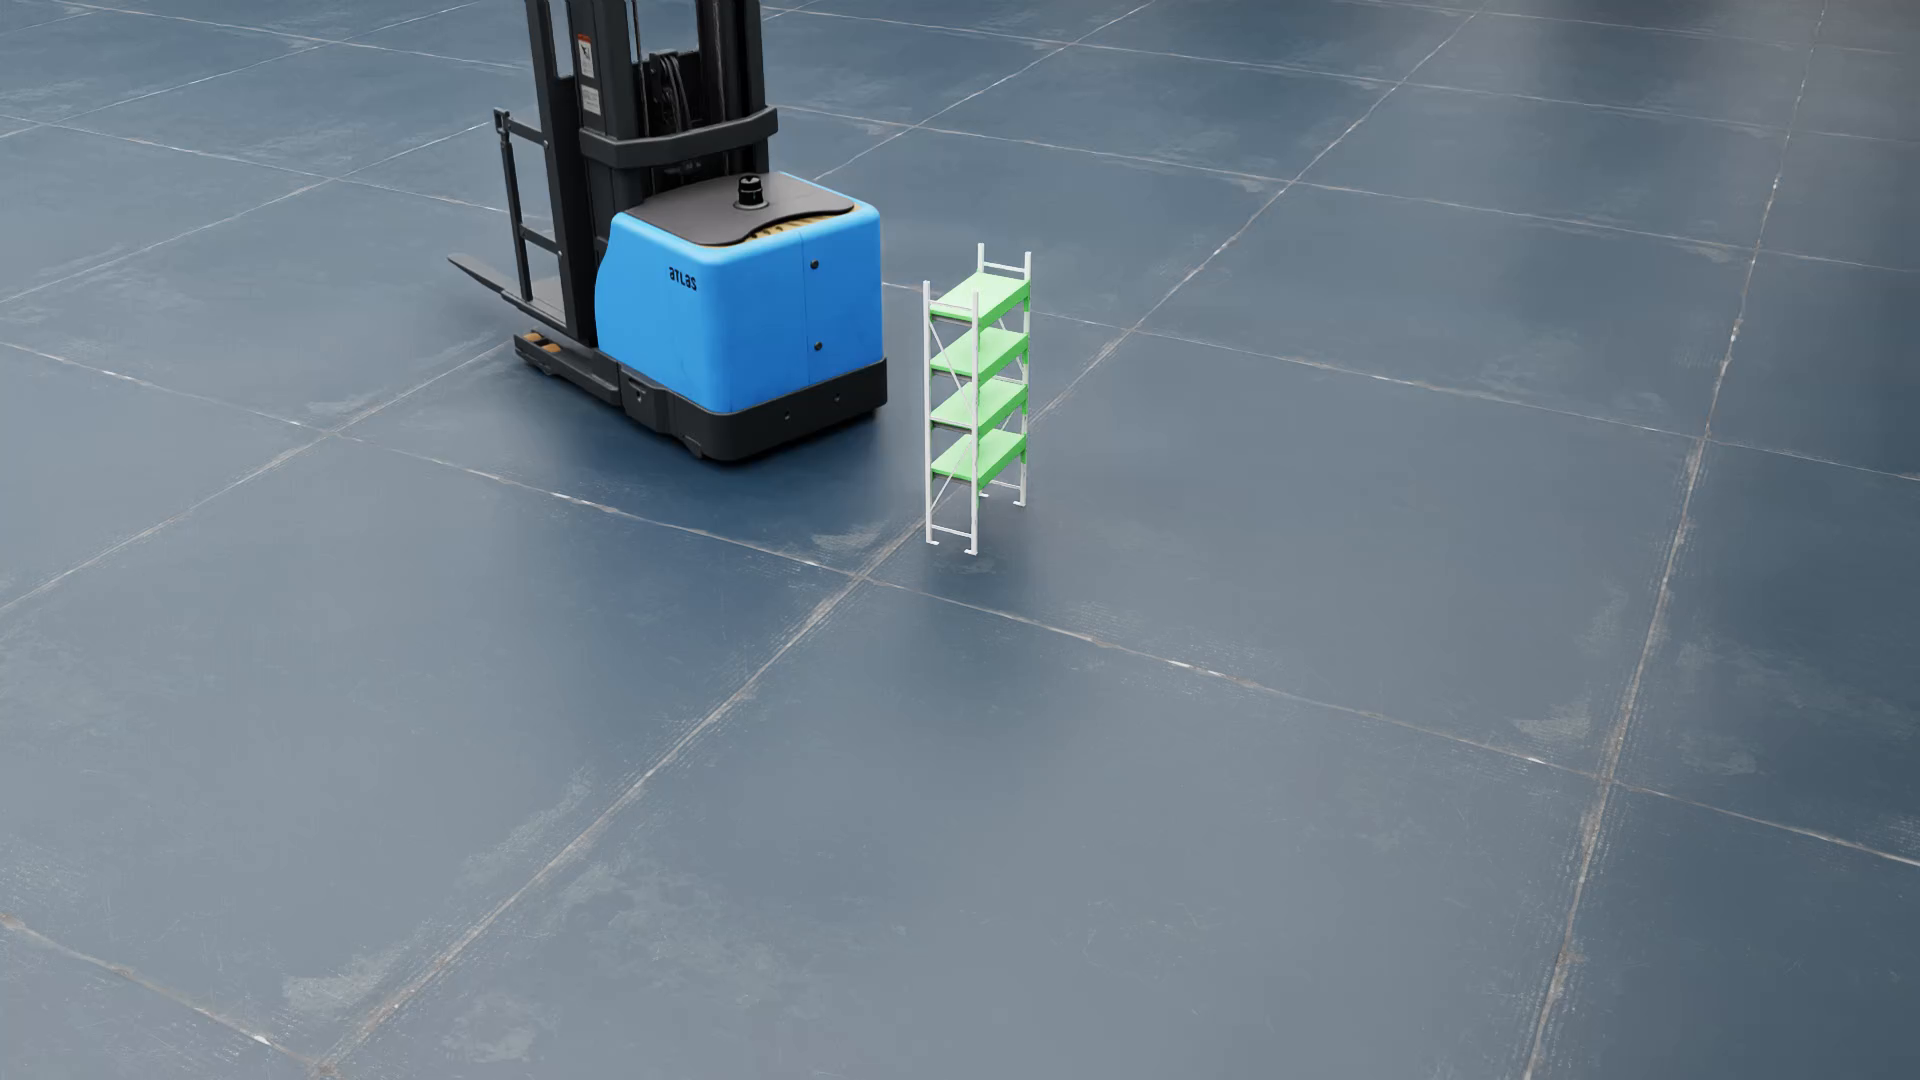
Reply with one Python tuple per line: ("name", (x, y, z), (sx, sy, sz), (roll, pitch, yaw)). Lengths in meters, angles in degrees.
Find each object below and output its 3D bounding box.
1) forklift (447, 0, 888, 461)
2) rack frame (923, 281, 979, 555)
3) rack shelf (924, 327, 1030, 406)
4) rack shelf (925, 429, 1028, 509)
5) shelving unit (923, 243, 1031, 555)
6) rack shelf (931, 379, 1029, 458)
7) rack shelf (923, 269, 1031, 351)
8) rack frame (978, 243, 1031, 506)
("forklift", (-1.724, -2.288, 8.291), (1.130, 2.935, 3.031), (-24, 38, -36))
("rack frame", (-0.036, -0.486, 6.891), (0.240, 1.200, 0.015), (14, 33, 23))
("rack shelf", (0.075, -0.746, 6.991), (0.258, 0.148, 0.480), (14, 33, 23))
("rack shelf", (0.075, -0.330, 7.230), (0.258, 0.148, 0.480), (14, 33, 23))
("shelving unit", (0.075, -0.594, 7.079), (0.258, 1.200, 0.503), (14, 33, 23))
("rack shelf", (0.075, -0.538, 7.111), (0.258, 0.148, 0.480), (14, 33, 23))
("rack shelf", (0.075, -0.955, 6.872), (0.258, 0.148, 0.480), (14, 33, 23))
("rack frame", (0.187, -0.702, 7.267), (0.240, 1.200, 0.015), (14, 33, 23))
